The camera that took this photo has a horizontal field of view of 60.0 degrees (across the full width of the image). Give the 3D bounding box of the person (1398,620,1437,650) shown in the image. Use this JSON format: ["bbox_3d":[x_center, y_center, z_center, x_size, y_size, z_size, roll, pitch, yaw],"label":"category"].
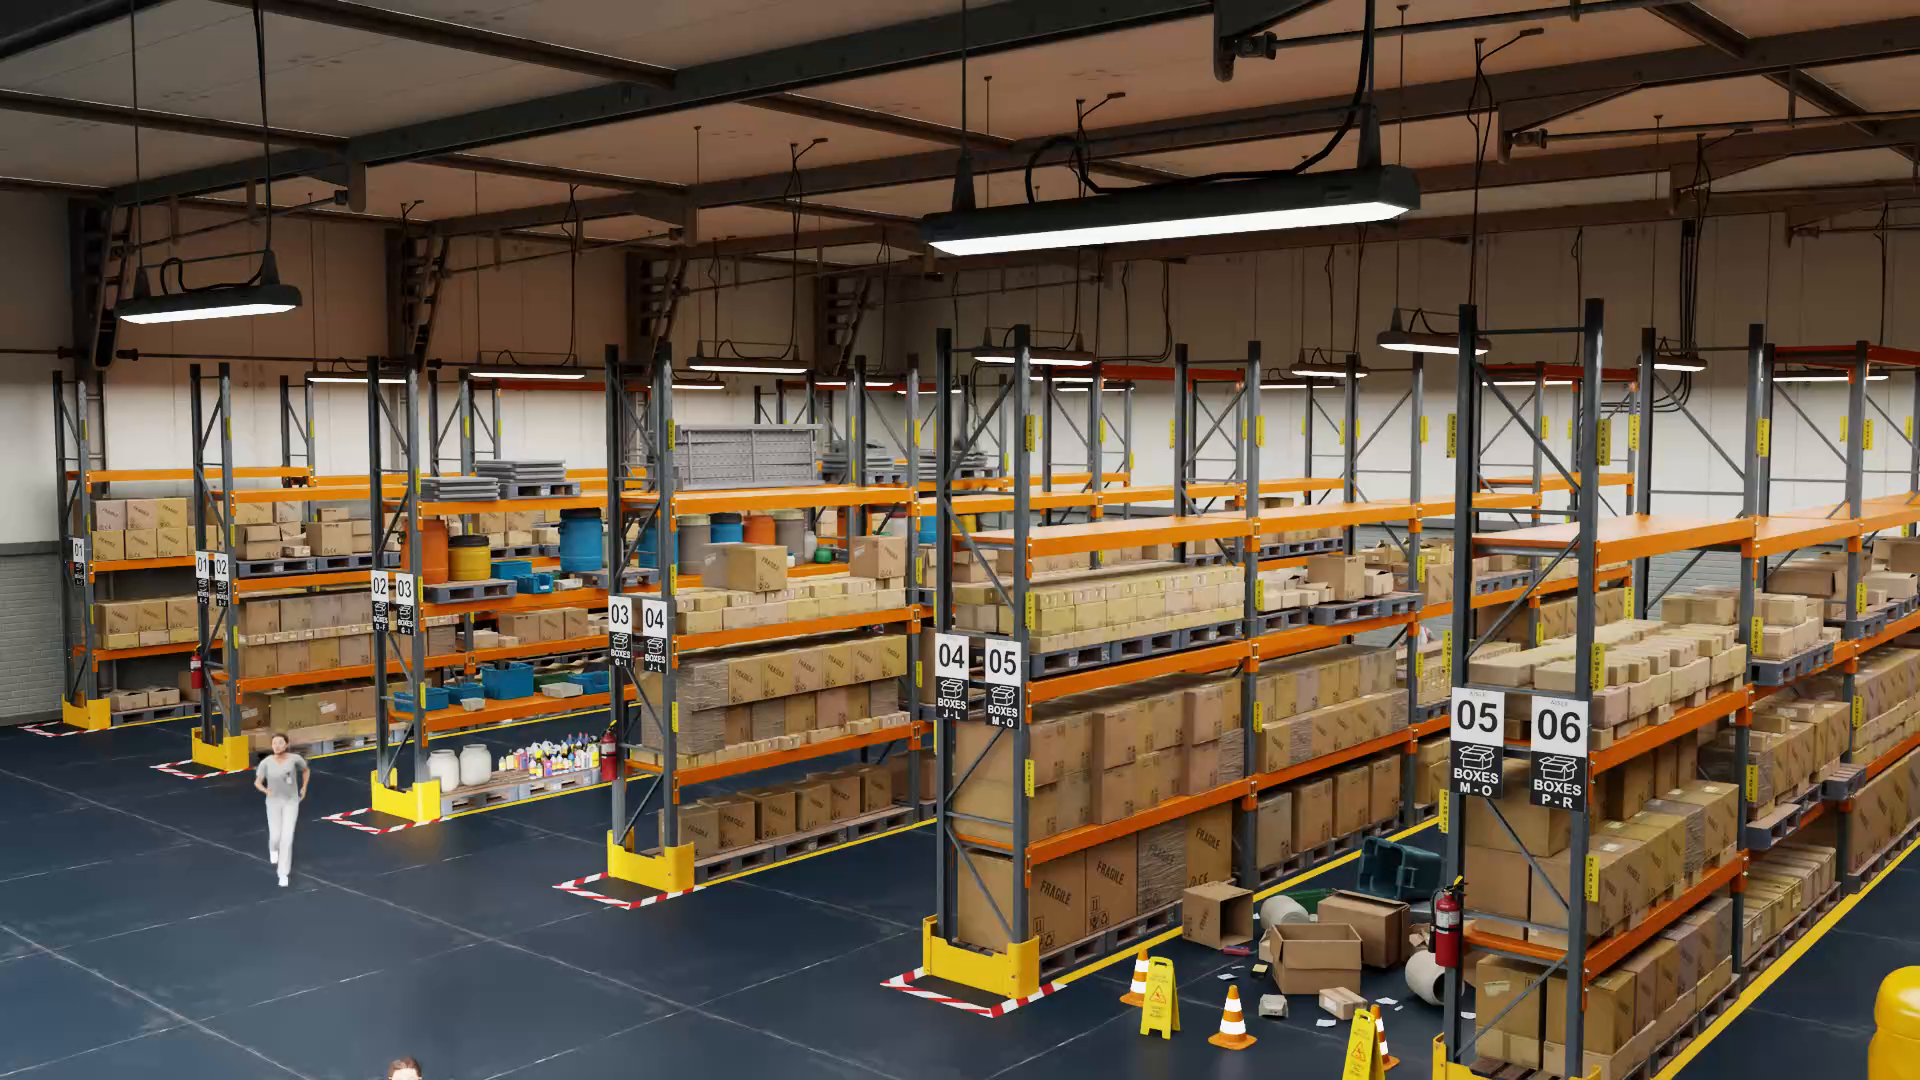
[{"bbox_3d":[8.229,2.161,29.778,0.725,1.753,0.526,0,4,-4],"label":"person"}]

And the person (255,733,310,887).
[{"bbox_3d":[-7.633,2.988,18.761,0.577,1.671,0.918,-1,4,-18],"label":"person"}]

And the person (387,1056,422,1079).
[{"bbox_3d":[-3.078,3.685,9.263,0.579,1.658,0.818,-1,4,-16],"label":"person"}]
